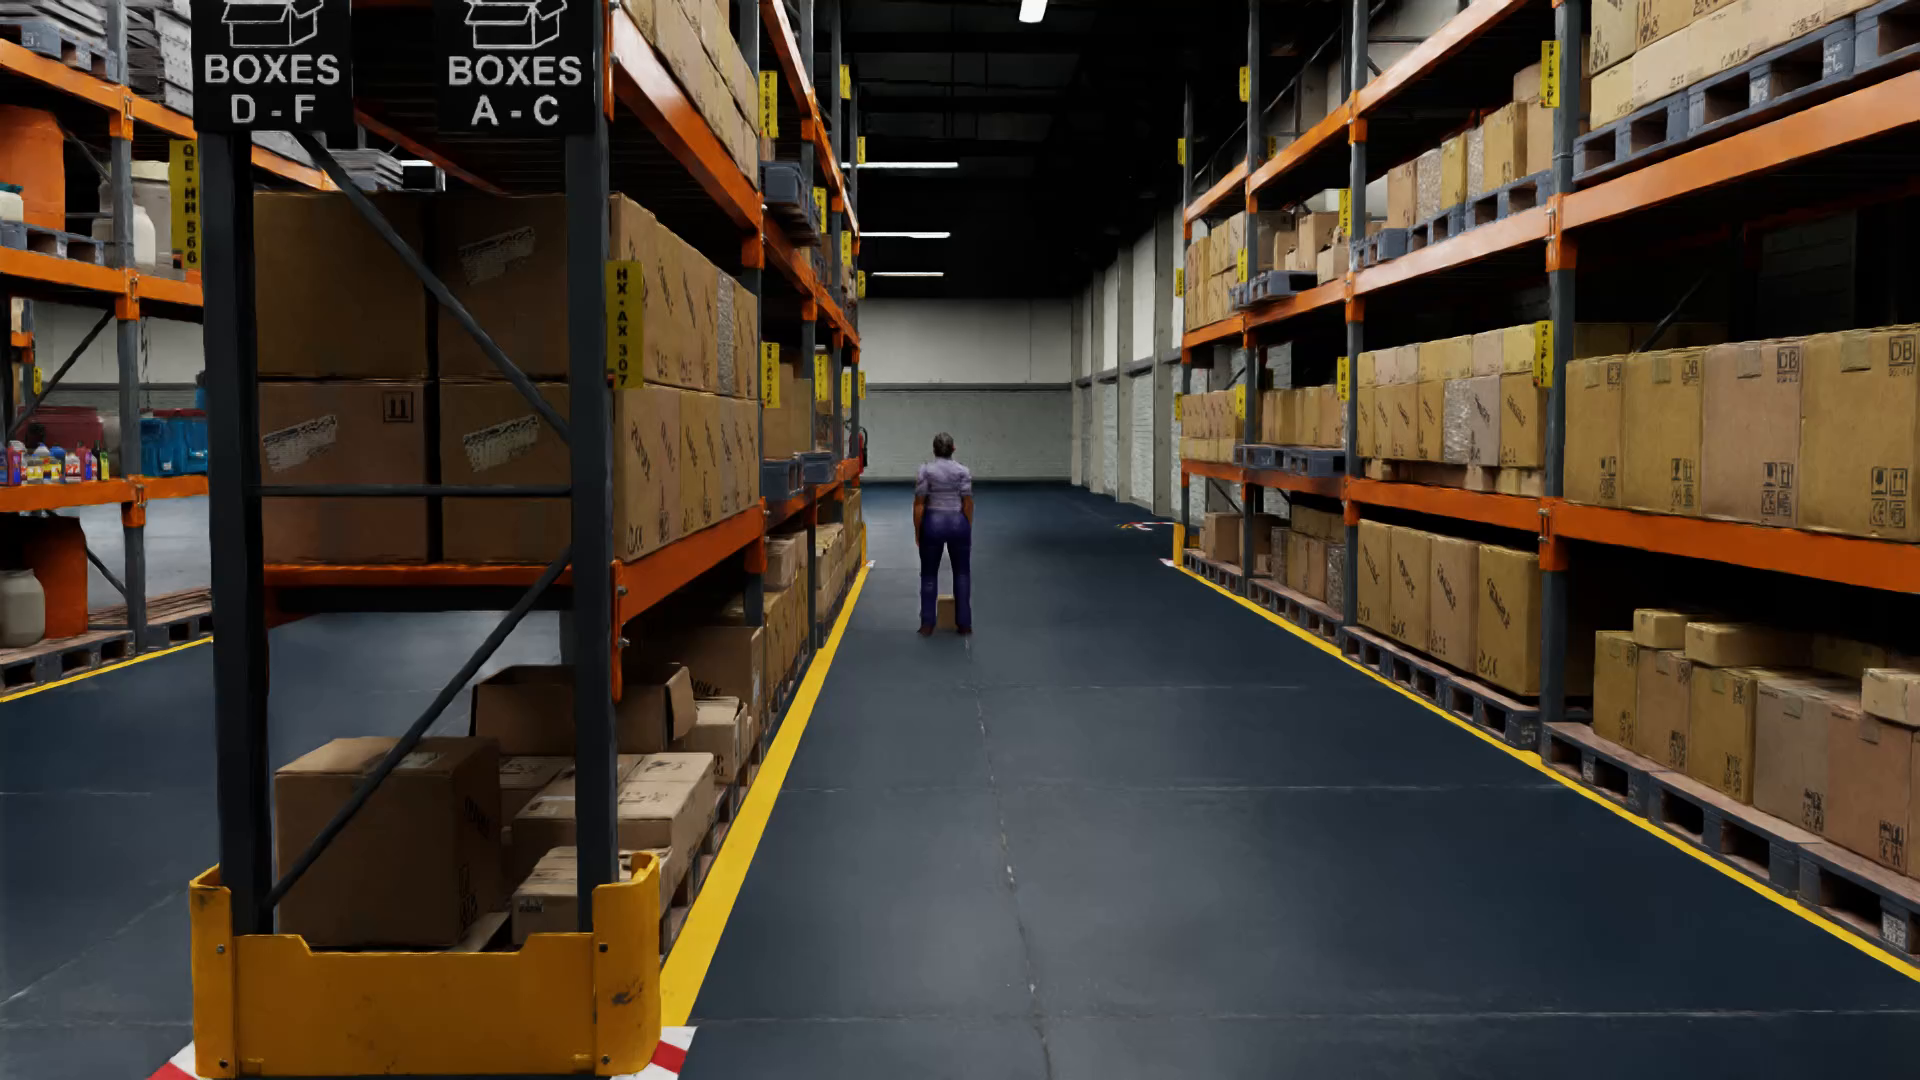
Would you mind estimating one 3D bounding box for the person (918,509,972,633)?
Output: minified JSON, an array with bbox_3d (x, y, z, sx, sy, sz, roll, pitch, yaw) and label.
[{"bbox_3d":[-0.125,0.258,13.558,0.447,1.034,0.342,0,4,-1],"label":"person"}]
